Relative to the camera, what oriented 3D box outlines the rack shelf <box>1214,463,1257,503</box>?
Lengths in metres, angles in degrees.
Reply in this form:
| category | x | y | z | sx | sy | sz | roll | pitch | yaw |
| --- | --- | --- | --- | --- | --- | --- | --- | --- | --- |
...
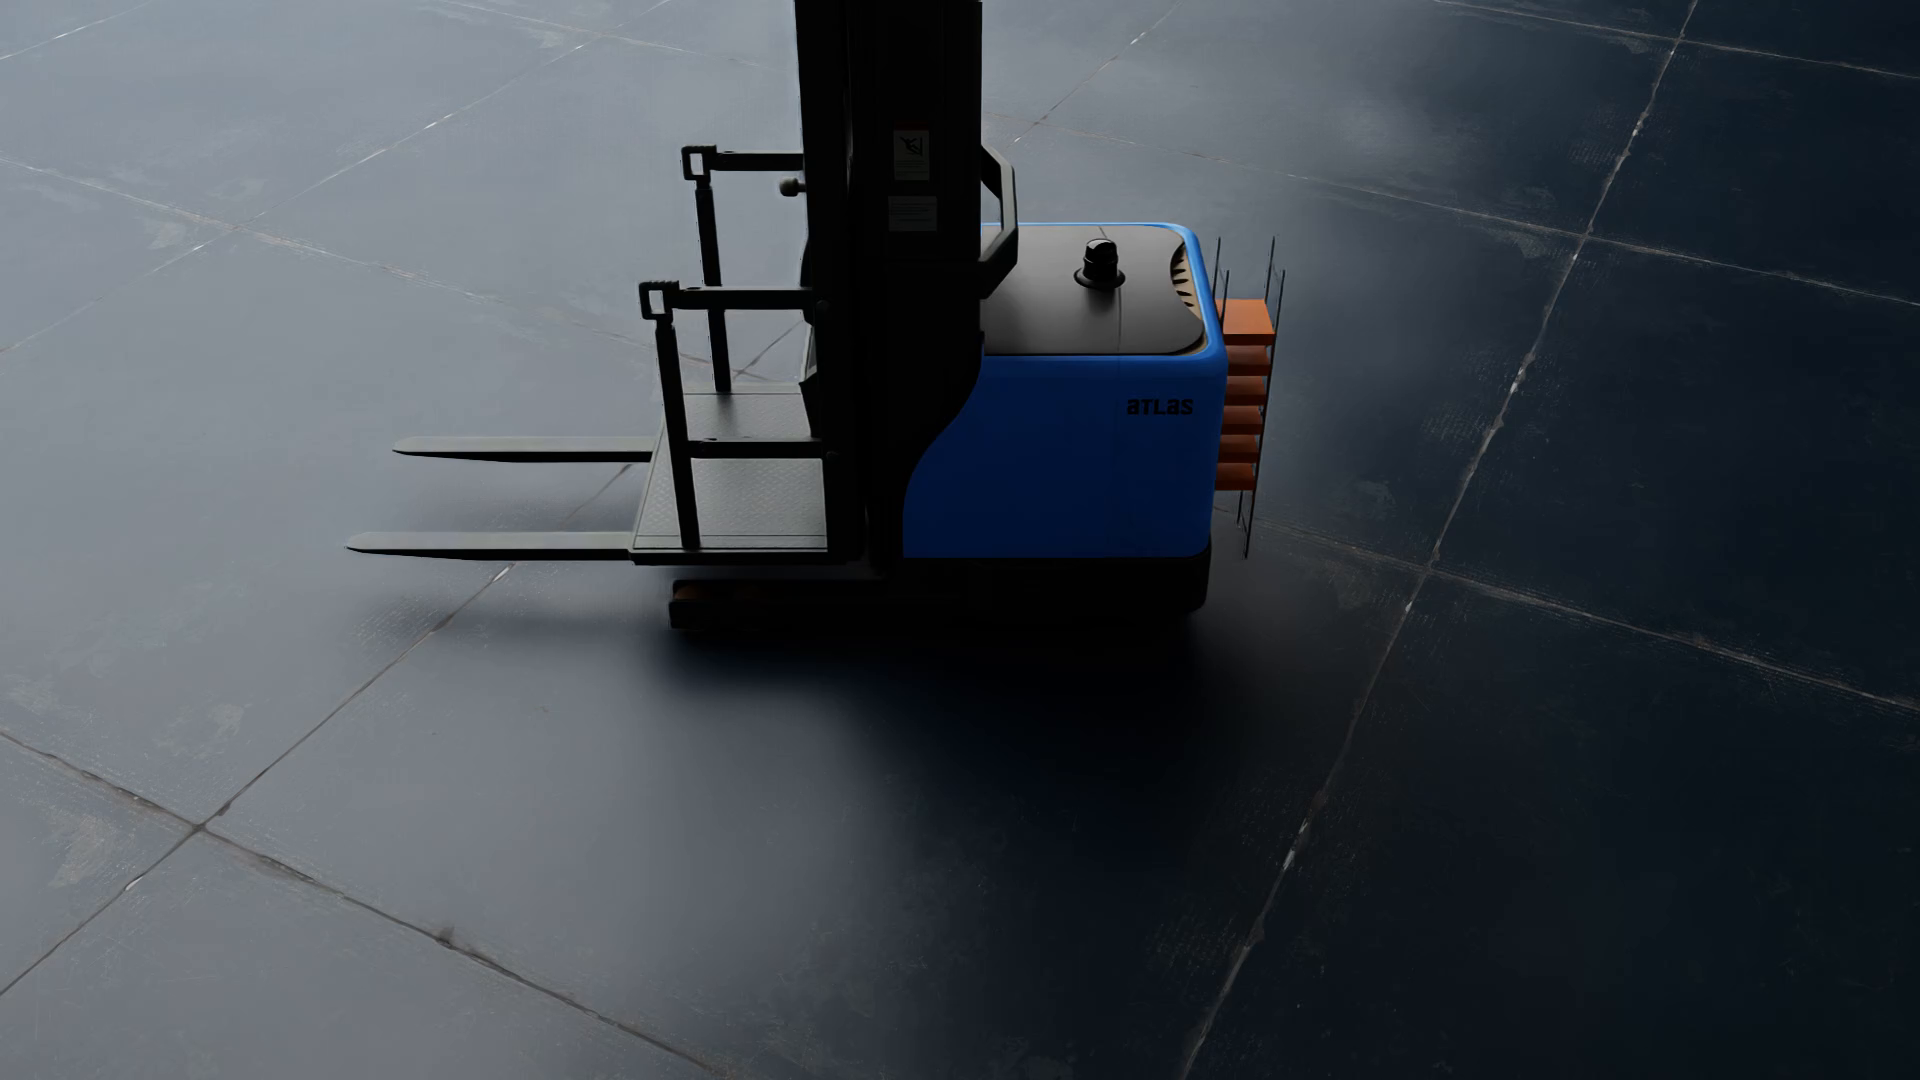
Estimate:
| category | x | y | z | sx | sy | sz | roll | pitch | yaw |
| --- | --- | --- | --- | --- | --- | --- | --- | --- | --- |
| rack shelf | 0.968 | -0.250 | 6.057 | 0.180 | 0.103 | 0.258 | 0 | 37 | 0 |

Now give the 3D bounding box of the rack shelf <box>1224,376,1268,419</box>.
| category | x | y | z | sx | sy | sz | roll | pitch | yaw |
| --- | --- | --- | --- | --- | --- | --- | --- | --- | --- |
| rack shelf | 0.968 | -0.536 | 5.839 | 0.180 | 0.103 | 0.258 | 0 | 37 | 0 |

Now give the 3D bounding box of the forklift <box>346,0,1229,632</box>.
| category | x | y | z | sx | sy | sz | roll | pitch | yaw |
| --- | --- | --- | --- | --- | --- | --- | --- | --- | --- |
| forklift | -0.647 | -1.167 | 5.363 | 3.031 | 2.935 | 1.130 | 0 | 37 | 0 |

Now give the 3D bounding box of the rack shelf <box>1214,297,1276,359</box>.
| category | x | y | z | sx | sy | sz | roll | pitch | yaw |
| --- | --- | --- | --- | --- | --- | --- | --- | --- | --- |
| rack shelf | 0.968 | -0.728 | 5.694 | 0.180 | 0.103 | 0.258 | 0 | 37 | 0 |

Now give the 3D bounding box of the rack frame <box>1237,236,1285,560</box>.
| category | x | y | z | sx | sy | sz | roll | pitch | yaw |
| --- | --- | --- | --- | --- | --- | --- | --- | --- | --- |
| rack frame | 1.059 | -0.476 | 5.885 | 0.006 | 1.200 | 0.240 | 0 | 37 | 0 |

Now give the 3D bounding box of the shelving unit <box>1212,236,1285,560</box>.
| category | x | y | z | sx | sy | sz | roll | pitch | yaw |
| --- | --- | --- | --- | --- | --- | --- | --- | --- | --- |
| shelving unit | 0.968 | -0.476 | 5.885 | 0.189 | 1.200 | 0.258 | 0 | 37 | 0 |

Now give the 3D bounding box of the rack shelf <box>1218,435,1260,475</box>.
| category | x | y | z | sx | sy | sz | roll | pitch | yaw |
| --- | --- | --- | --- | --- | --- | --- | --- | --- | --- |
| rack shelf | 0.968 | -0.345 | 5.984 | 0.180 | 0.103 | 0.258 | 0 | 37 | 0 |

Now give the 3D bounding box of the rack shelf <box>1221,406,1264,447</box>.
| category | x | y | z | sx | sy | sz | roll | pitch | yaw |
| --- | --- | --- | --- | --- | --- | --- | --- | --- | --- |
| rack shelf | 0.968 | -0.441 | 5.912 | 0.180 | 0.103 | 0.258 | 0 | 37 | 0 |

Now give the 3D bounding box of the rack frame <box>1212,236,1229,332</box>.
| category | x | y | z | sx | sy | sz | roll | pitch | yaw |
| --- | --- | --- | --- | --- | --- | --- | --- | --- | --- |
| rack frame | 0.876 | -0.476 | 5.885 | 0.006 | 1.200 | 0.240 | 0 | 37 | 0 |

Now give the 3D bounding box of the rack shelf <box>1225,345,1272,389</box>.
| category | x | y | z | sx | sy | sz | roll | pitch | yaw |
| --- | --- | --- | --- | --- | --- | --- | --- | --- | --- |
| rack shelf | 0.968 | -0.632 | 5.767 | 0.180 | 0.103 | 0.258 | 0 | 37 | 0 |
